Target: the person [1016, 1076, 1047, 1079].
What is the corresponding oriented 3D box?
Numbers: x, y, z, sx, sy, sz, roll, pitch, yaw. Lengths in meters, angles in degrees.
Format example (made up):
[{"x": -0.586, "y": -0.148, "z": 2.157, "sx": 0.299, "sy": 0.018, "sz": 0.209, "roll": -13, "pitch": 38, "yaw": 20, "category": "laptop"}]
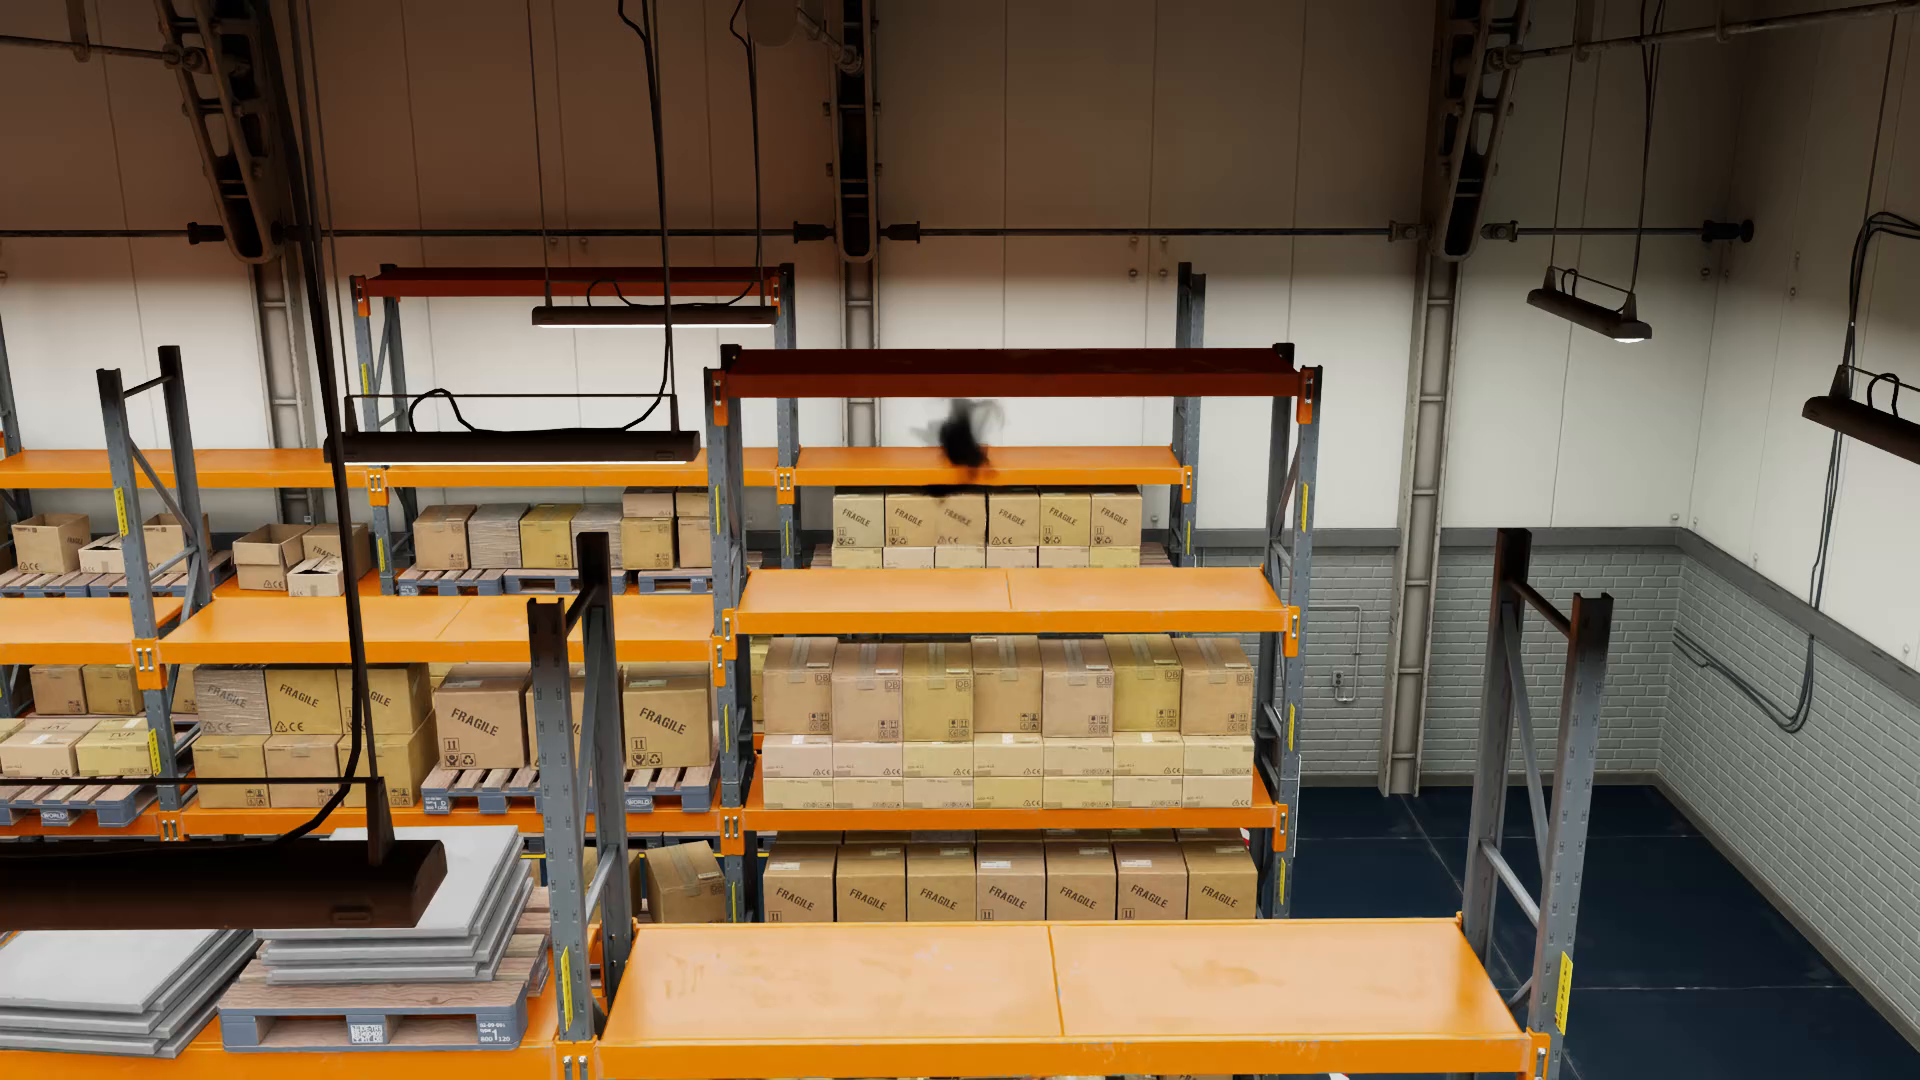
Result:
[{"x": 0.501, "y": 4.163, "z": 11.099, "sx": 0.929, "sy": 1.768, "sz": 0.674, "roll": -2, "pitch": 16, "yaw": -6, "category": "person"}]
